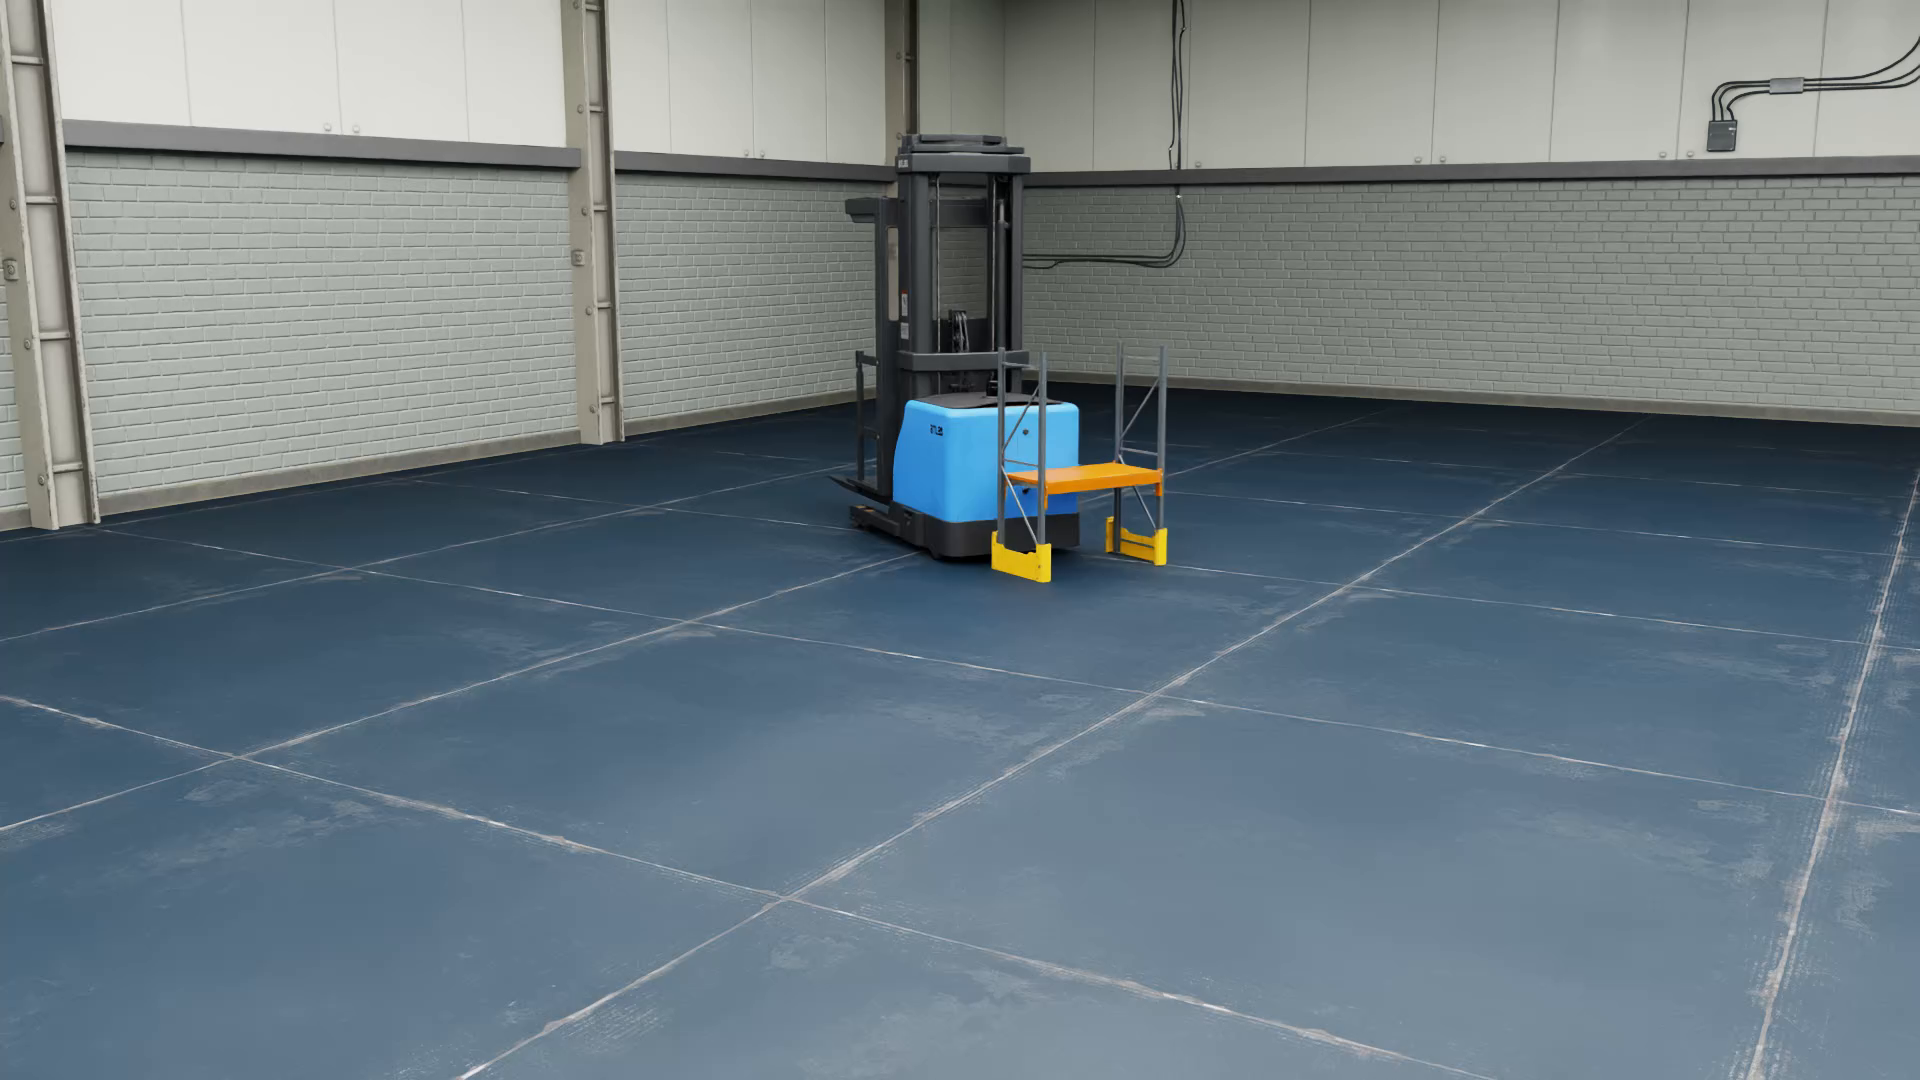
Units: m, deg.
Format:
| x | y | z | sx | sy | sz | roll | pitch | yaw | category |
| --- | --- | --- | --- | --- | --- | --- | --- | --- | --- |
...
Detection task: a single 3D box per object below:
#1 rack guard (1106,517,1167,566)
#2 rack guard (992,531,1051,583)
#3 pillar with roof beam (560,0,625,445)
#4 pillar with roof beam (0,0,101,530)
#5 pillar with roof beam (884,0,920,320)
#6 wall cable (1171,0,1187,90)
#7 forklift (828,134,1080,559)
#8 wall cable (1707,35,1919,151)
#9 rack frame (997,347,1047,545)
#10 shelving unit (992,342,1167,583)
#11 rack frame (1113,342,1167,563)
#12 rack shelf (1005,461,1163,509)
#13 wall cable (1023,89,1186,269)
| x | y | z | sx | sy | sz | roll | pitch | yaw | category |
| --- | --- | --- | --- | --- | --- | --- | --- | --- | --- |
| 1.231 | 0.006 | 11.656 | 0.087 | 0.250 | 0.587 | -7 | 13 | -33 | rack guard |
| 0.406 | 0.109 | 11.109 | 0.087 | 0.250 | 0.587 | -7 | 13 | -33 | rack guard |
| -0.211 | -5.078 | 15.040 | 9.100 | 9.000 | 0.400 | 6 | 12 | 31 | pillar with roof beam |
| -3.326 | -4.135 | 10.000 | 9.100 | 9.000 | 0.400 | 6 | 12 | 31 | pillar with roof beam |
| 2.904 | -6.022 | 20.081 | 9.100 | 9.000 | 0.400 | 6 | 12 | 31 | pillar with roof beam |
| 4.197 | -7.468 | 22.518 | 3.097 | 2.526 | 0.112 | 6 | 12 | 31 | wall cable |
| -0.207 | -1.543 | 12.643 | 1.130 | 2.935 | 3.031 | -5 | 12 | -23 | forklift |
| 9.990 | -7.532 | 18.907 | 2.305 | 6.003 | 0.169 | 6 | 12 | 31 | wall cable |
| 0.405 | -0.506 | 10.993 | 0.032 | 1.500 | 0.500 | -7 | 13 | -33 | rack frame |
| 0.818 | -0.557 | 11.268 | 1.083 | 1.500 | 0.587 | -7 | 13 | -33 | shelving unit |
| 1.248 | -0.610 | 11.552 | 0.032 | 1.500 | 0.500 | -7 | 13 | -33 | rack frame |
| 0.826 | -0.381 | 11.306 | 1.000 | 0.185 | 0.538 | -7 | 13 | -33 | rack shelf |
| 1.885 | -5.244 | 24.363 | 3.097 | 2.526 | 0.112 | 6 | 12 | 31 | wall cable |
